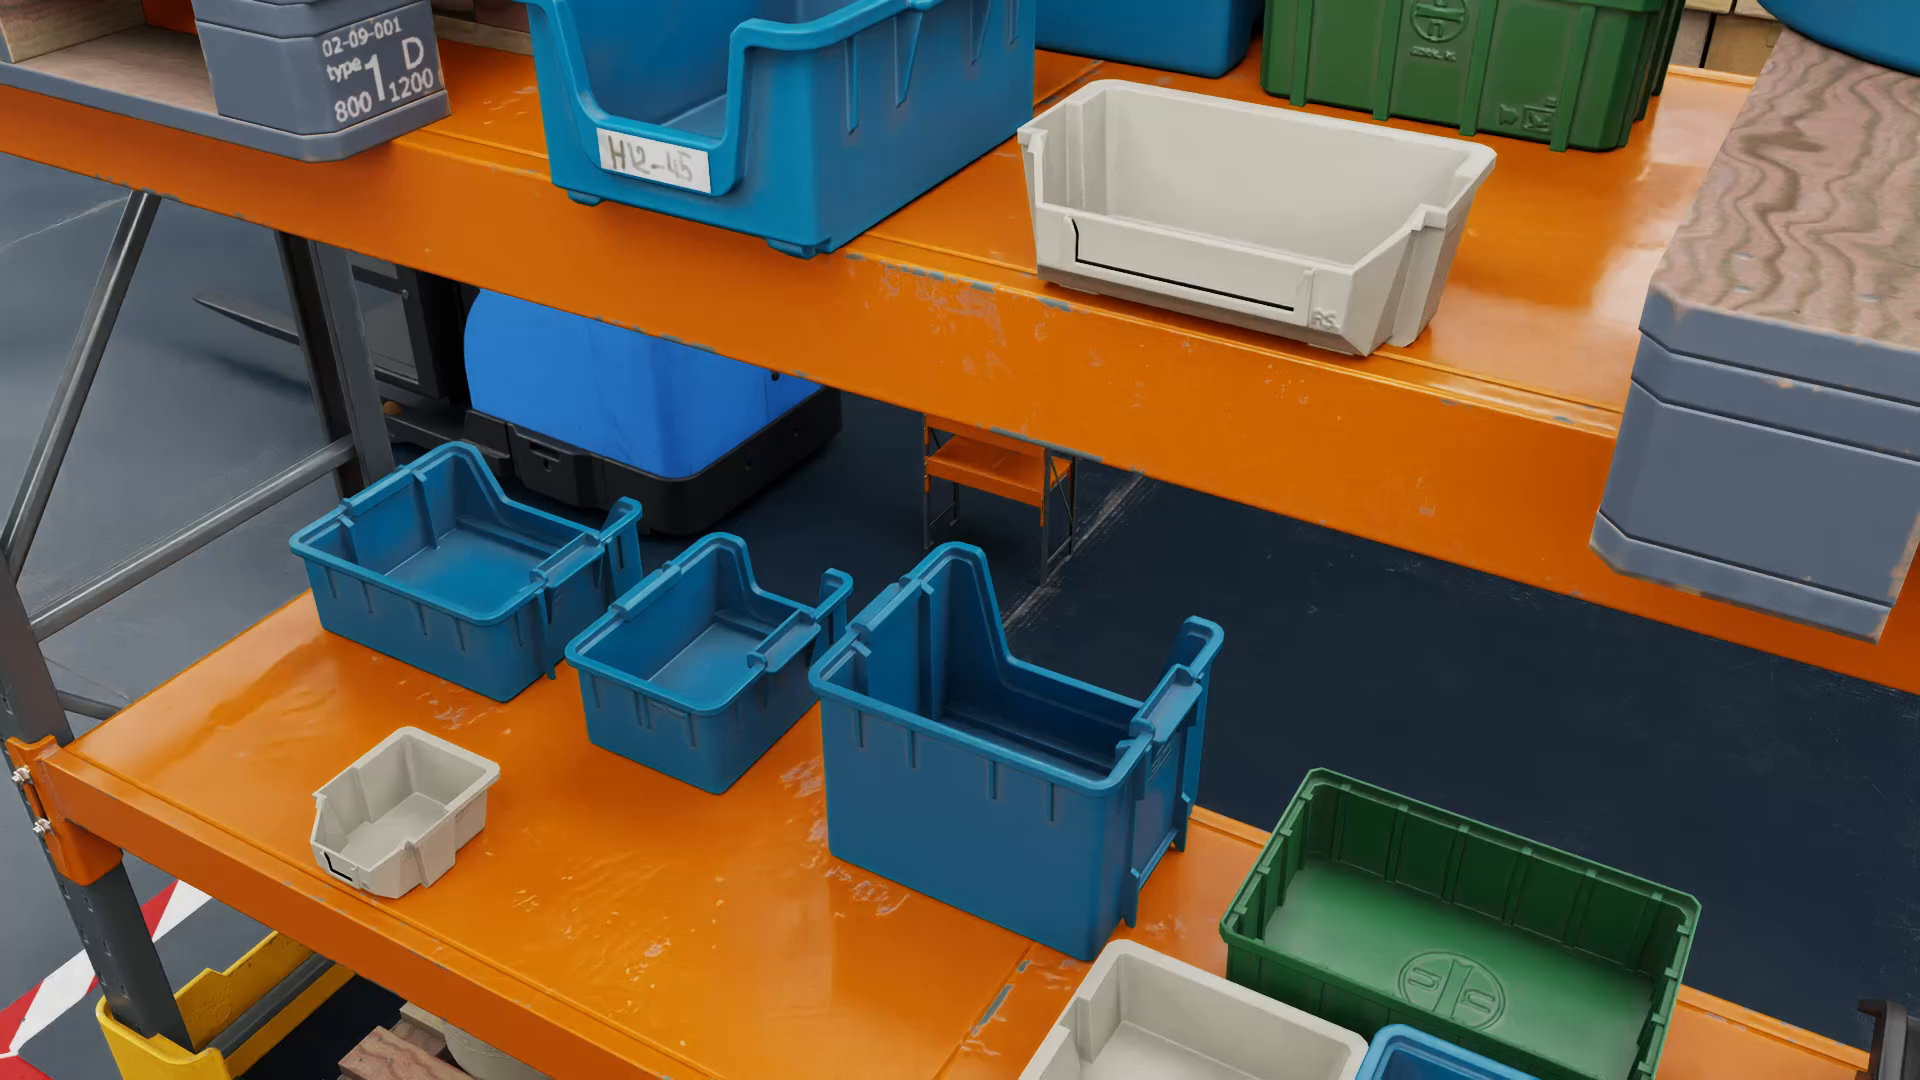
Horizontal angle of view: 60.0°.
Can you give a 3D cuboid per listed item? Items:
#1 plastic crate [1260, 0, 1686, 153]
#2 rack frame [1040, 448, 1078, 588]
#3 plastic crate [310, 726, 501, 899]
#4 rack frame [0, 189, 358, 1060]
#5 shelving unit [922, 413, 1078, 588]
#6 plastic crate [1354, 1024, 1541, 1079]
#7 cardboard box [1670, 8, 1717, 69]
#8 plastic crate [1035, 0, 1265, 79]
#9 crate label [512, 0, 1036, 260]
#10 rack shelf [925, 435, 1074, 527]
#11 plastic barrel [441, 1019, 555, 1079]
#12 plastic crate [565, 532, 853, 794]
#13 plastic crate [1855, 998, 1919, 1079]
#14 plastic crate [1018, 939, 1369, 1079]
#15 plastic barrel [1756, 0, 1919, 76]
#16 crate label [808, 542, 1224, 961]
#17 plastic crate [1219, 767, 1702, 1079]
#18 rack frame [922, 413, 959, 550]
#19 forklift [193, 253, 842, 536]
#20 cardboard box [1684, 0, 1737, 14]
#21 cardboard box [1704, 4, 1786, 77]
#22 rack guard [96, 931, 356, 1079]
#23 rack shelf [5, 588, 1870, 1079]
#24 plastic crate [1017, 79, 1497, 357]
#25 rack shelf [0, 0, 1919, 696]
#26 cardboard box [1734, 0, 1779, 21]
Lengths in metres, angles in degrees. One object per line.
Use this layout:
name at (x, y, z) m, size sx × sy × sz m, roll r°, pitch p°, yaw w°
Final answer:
plastic crate at (0.609, -0.627, 1.971) m, size 0.450 × 0.188 × 0.336 m, roll 18°, pitch 37°, yaw 24°
rack frame at (0.356, -0.387, 5.748) m, size 0.015 × 1.200 × 0.240 m, roll 18°, pitch 37°, yaw 24°
plastic crate at (-1.012, 0.509, 3.018) m, size 0.250 × 0.136 × 0.298 m, roll 18°, pitch 37°, yaw 24°
rack frame at (-1.631, -0.001, 3.545) m, size 0.053 × 2.616 × 0.949 m, roll 18°, pitch 37°, yaw 24°
shelving unit at (0.144, -0.454, 5.849) m, size 0.503 × 1.200 × 0.258 m, roll 18°, pitch 37°, yaw 24°
plastic crate at (0.748, 0.986, 2.197) m, size 0.616 × 0.251 × 0.499 m, roll 18°, pitch 37°, yaw 24°
cardboard box at (2.576, -1.867, 6.258) m, size 0.500 × 0.500 × 0.700 m, roll 19°, pitch 38°, yaw 26°
plastic crate at (0.176, -0.864, 2.150) m, size 0.575 × 0.384 × 0.392 m, roll 18°, pitch 37°, yaw 24°
crate label at (-0.168, -0.515, 1.745) m, size 0.408 × 0.251 × 0.502 m, roll 18°, pitch 37°, yaw 24°
rack shelf at (0.144, -0.233, 5.996) m, size 0.480 × 0.148 × 0.258 m, roll 18°, pitch 37°, yaw 24°
plastic barrel at (-1.020, 1.003, 3.904) m, size 0.421 × 0.512 × 0.421 m, roll 0°, pitch 34°, yaw 0°
plastic crate at (-0.485, 0.235, 3.325) m, size 0.408 × 0.251 × 0.499 m, roll 18°, pitch 37°, yaw 24°
plastic crate at (1.452, 0.919, 2.220) m, size 0.504 × 0.338 × 0.767 m, roll 18°, pitch 37°, yaw 24°
plastic crate at (0.308, 0.883, 2.456) m, size 0.437 × 0.136 × 0.530 m, roll 18°, pitch 37°, yaw 24°
plastic barrel at (1.033, -0.859, 1.297) m, size 0.708 × 0.901 × 0.600 m, roll 18°, pitch 37°, yaw 24°
crate label at (0.103, 0.359, 2.972) m, size 0.616 × 0.435 × 0.502 m, roll 18°, pitch 37°, yaw 24°
plastic crate at (0.805, 0.677, 2.718) m, size 0.662 × 0.188 × 0.450 m, roll 18°, pitch 37°, yaw 24°
rack frame at (-0.068, -0.521, 5.950) m, size 0.015 × 1.200 × 0.240 m, roll 18°, pitch 37°, yaw 24°
forklift at (-0.226, -0.889, 4.248) m, size 8.490 × 3.703 × 3.137 m, roll 19°, pitch 38°, yaw 26°
cardboard box at (2.629, -1.990, 5.856) m, size 0.250 × 0.149 × 0.380 m, roll 19°, pitch 38°, yaw 26°
cardboard box at (3.022, -1.727, 6.047) m, size 0.500 × 0.500 × 0.700 m, roll 18°, pitch 38°, yaw 25°
rack guard at (-1.540, 1.037, 4.242) m, size 0.348 × 0.500 × 1.175 m, roll 18°, pitch 37°, yaw 24°
rack shelf at (0.107, 0.847, 2.920) m, size 4.000 × 0.370 × 1.077 m, roll 18°, pitch 37°, yaw 24°
plastic crate at (0.250, -0.288, 1.507) m, size 0.396 × 0.136 × 0.243 m, roll 18°, pitch 37°, yaw 24°
rack shelf at (0.107, -0.401, 2.089) m, size 4.000 × 0.370 × 1.077 m, roll 18°, pitch 37°, yaw 24°
cardboard box at (4.945, -1.866, 4.487) m, size 4.934 × 1.460 × 0.703 m, roll 19°, pitch 38°, yaw 26°
